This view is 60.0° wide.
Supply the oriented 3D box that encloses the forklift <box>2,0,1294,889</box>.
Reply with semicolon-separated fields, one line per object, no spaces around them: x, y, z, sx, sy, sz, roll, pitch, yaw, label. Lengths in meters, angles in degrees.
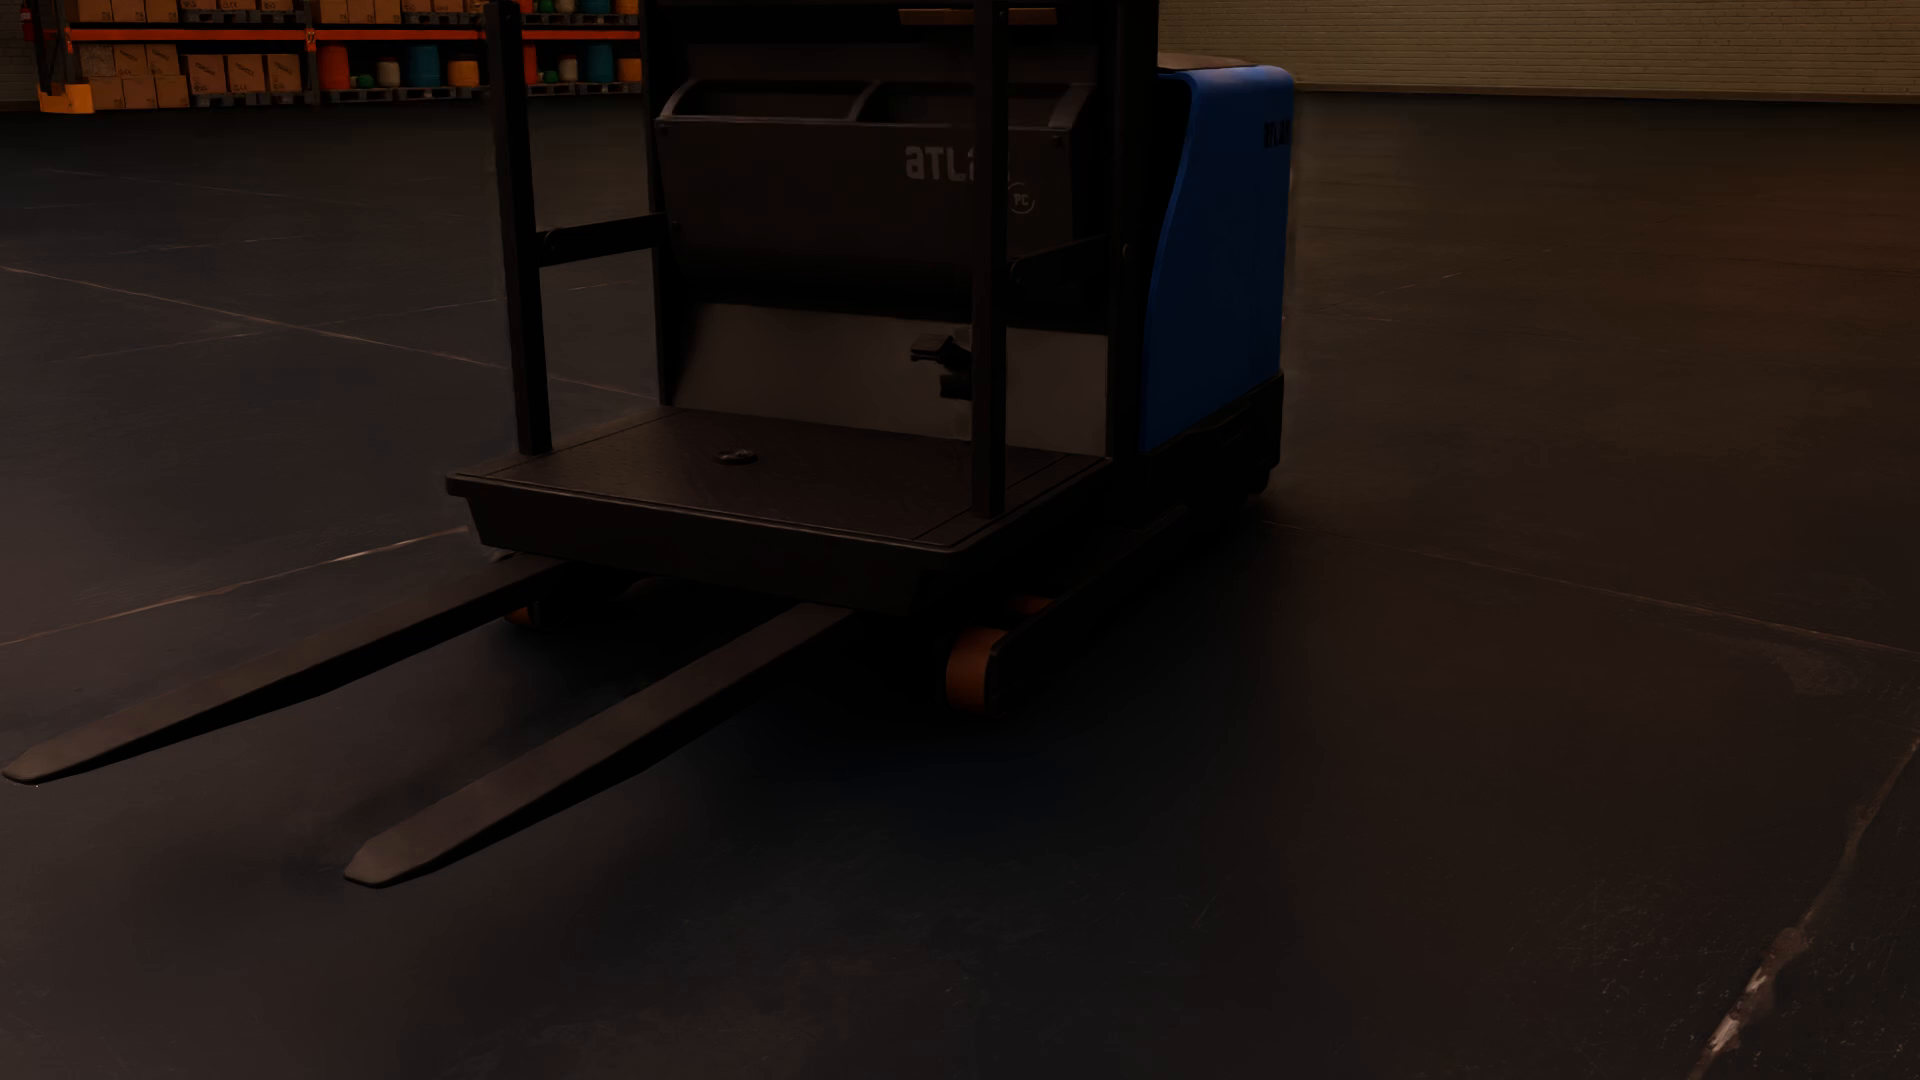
-0.275;-1.234;2.960;1.130;2.935;3.031;8;19;26;forklift
